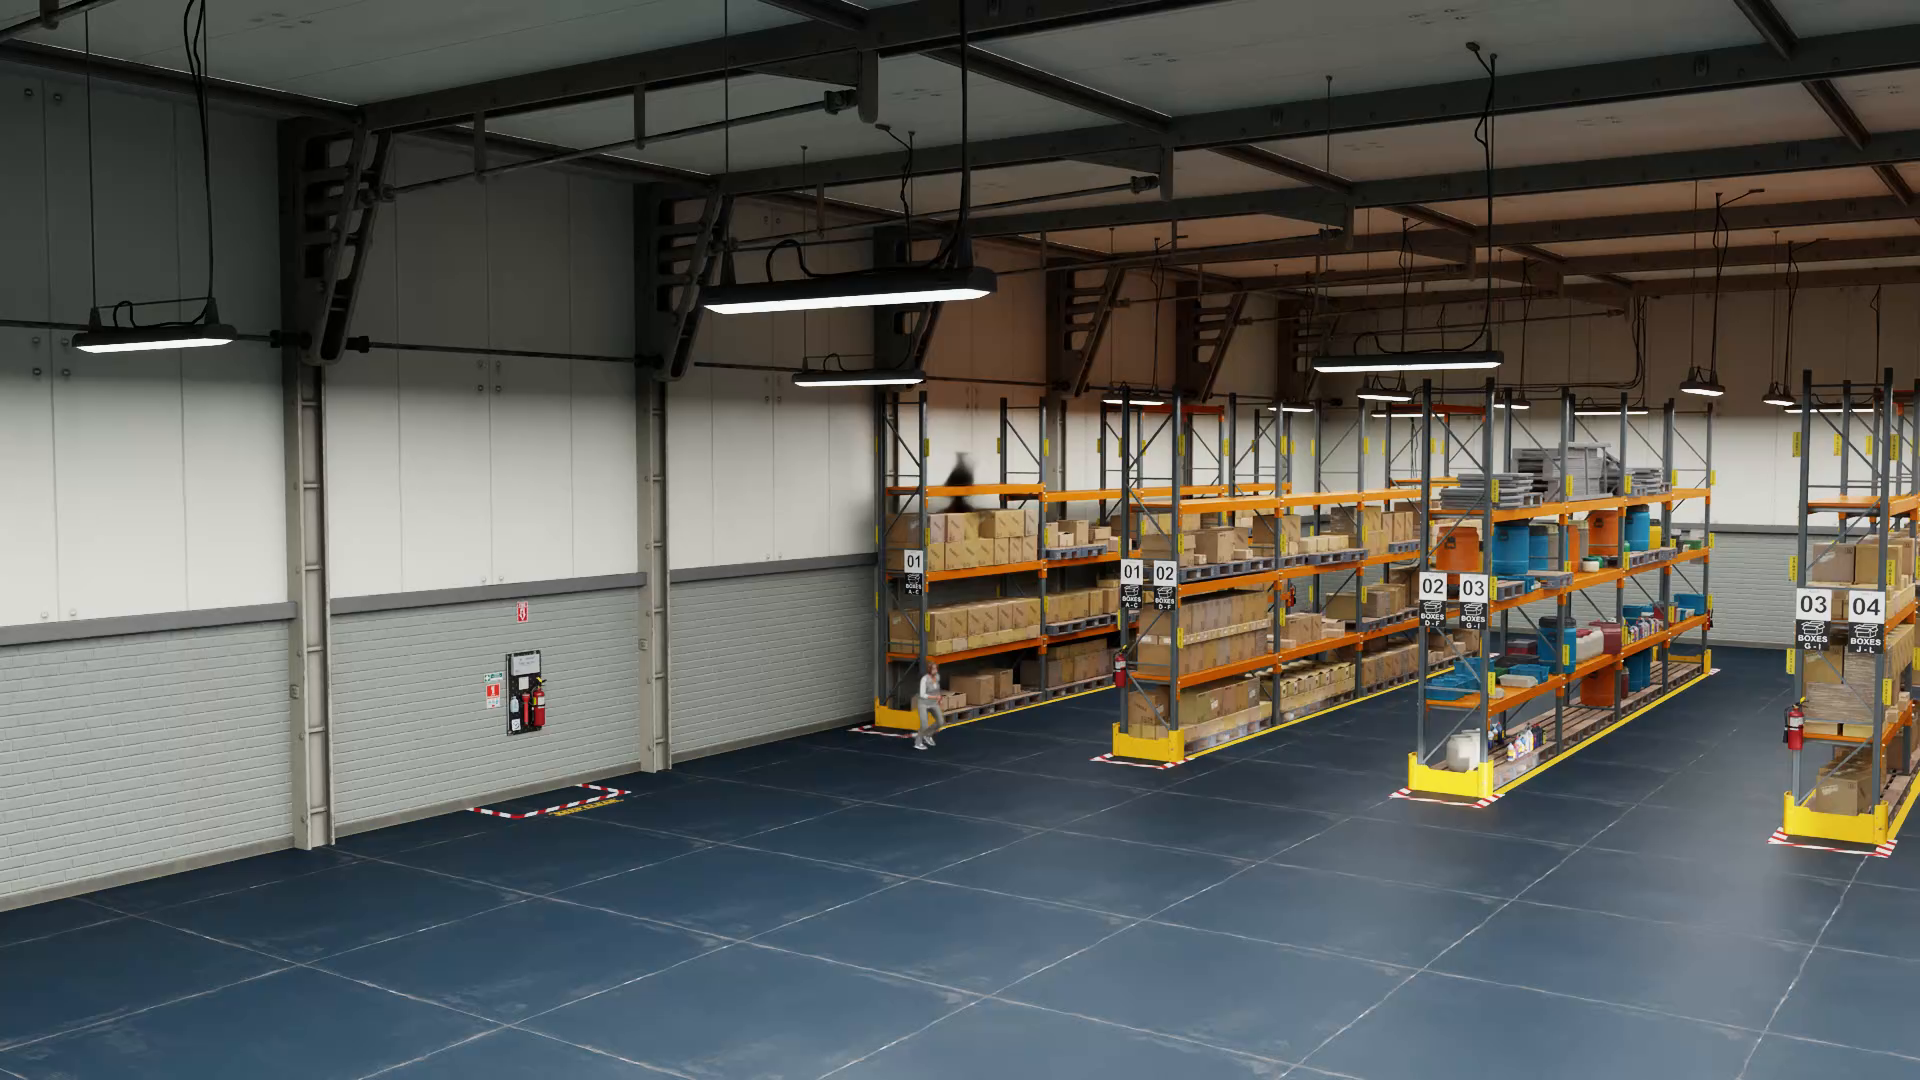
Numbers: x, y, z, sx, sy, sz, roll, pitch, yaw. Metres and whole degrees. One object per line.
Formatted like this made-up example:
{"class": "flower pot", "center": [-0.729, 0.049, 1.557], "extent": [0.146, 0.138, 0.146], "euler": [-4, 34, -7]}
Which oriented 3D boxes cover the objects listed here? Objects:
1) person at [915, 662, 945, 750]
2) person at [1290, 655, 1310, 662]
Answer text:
{"class": "person", "center": [-0.490, 2.737, 27.415], "extent": [0.530, 1.499, 0.776], "euler": [-2, 4, -36]}
{"class": "person", "center": [7.414, 2.267, 36.201], "extent": [1.035, 1.378, 0.550], "euler": [-2, 4, -37]}
